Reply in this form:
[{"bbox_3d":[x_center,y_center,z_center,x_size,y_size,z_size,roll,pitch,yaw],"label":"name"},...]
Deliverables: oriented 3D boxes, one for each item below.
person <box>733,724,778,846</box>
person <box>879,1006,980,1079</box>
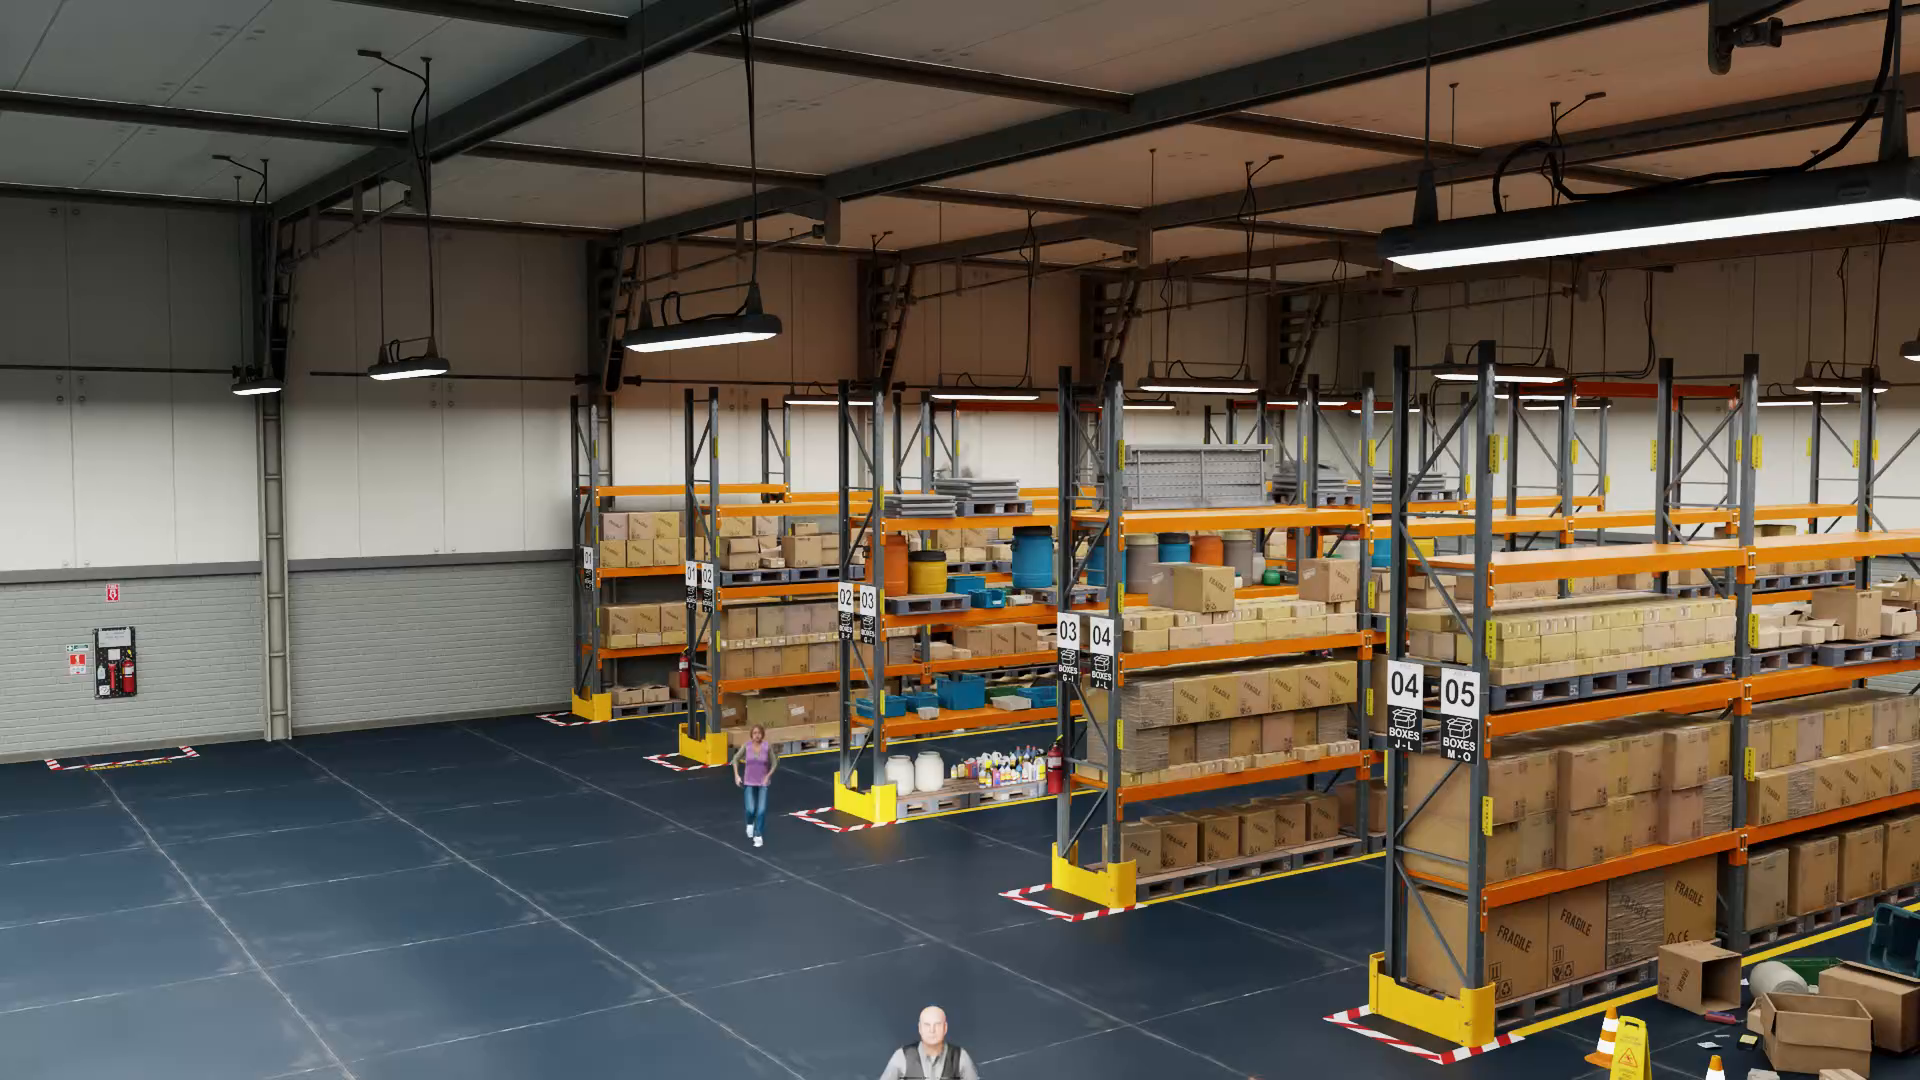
[{"bbox_3d":[-2.601,3.116,21.142,0.568,1.564,0.562,0,3,-8],"label":"person"},{"bbox_3d":[-0.181,3.711,10.276,0.671,1.682,0.599,0,3,-5],"label":"person"}]
